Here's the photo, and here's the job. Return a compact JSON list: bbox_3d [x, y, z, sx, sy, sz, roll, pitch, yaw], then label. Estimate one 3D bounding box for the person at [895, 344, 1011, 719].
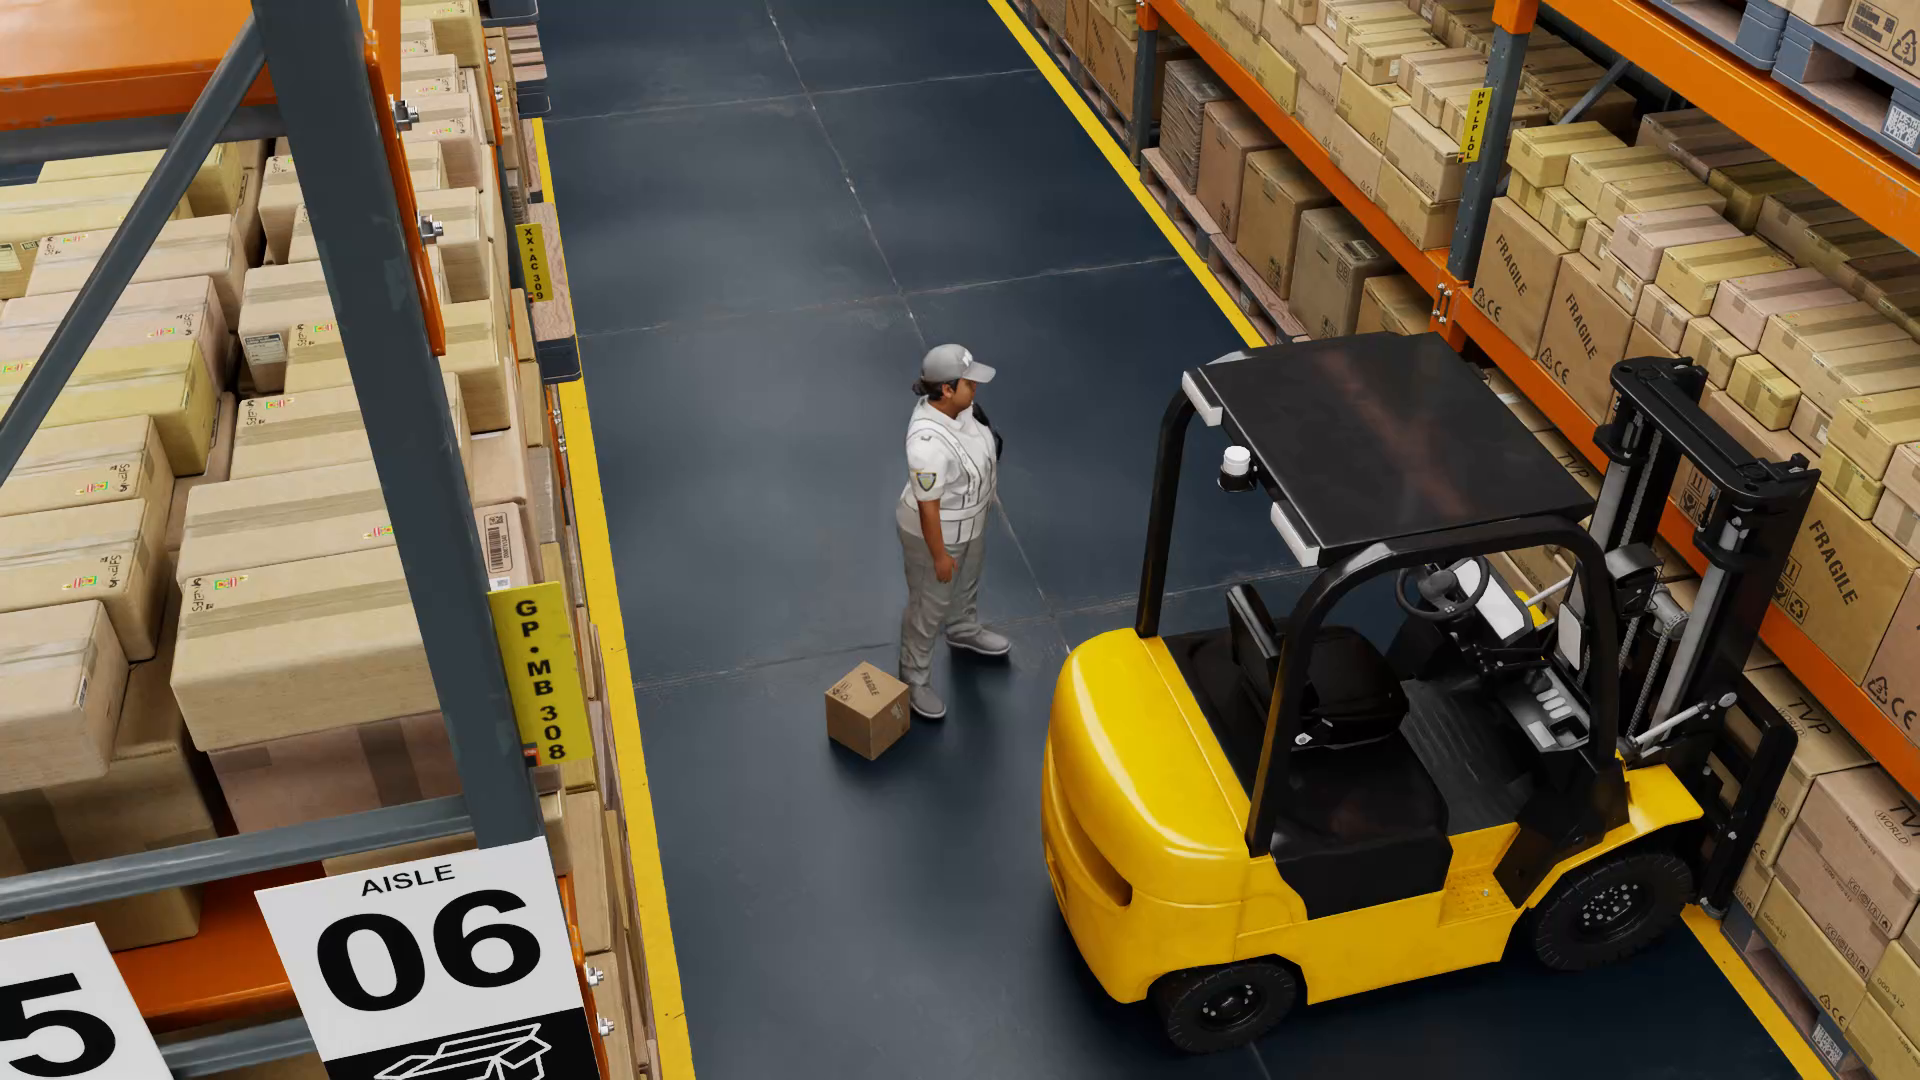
[{"bbox_3d":[-0.040,-0.067,6.757,0.430,1.671,0.596,11,40,13],"label":"person"}]
